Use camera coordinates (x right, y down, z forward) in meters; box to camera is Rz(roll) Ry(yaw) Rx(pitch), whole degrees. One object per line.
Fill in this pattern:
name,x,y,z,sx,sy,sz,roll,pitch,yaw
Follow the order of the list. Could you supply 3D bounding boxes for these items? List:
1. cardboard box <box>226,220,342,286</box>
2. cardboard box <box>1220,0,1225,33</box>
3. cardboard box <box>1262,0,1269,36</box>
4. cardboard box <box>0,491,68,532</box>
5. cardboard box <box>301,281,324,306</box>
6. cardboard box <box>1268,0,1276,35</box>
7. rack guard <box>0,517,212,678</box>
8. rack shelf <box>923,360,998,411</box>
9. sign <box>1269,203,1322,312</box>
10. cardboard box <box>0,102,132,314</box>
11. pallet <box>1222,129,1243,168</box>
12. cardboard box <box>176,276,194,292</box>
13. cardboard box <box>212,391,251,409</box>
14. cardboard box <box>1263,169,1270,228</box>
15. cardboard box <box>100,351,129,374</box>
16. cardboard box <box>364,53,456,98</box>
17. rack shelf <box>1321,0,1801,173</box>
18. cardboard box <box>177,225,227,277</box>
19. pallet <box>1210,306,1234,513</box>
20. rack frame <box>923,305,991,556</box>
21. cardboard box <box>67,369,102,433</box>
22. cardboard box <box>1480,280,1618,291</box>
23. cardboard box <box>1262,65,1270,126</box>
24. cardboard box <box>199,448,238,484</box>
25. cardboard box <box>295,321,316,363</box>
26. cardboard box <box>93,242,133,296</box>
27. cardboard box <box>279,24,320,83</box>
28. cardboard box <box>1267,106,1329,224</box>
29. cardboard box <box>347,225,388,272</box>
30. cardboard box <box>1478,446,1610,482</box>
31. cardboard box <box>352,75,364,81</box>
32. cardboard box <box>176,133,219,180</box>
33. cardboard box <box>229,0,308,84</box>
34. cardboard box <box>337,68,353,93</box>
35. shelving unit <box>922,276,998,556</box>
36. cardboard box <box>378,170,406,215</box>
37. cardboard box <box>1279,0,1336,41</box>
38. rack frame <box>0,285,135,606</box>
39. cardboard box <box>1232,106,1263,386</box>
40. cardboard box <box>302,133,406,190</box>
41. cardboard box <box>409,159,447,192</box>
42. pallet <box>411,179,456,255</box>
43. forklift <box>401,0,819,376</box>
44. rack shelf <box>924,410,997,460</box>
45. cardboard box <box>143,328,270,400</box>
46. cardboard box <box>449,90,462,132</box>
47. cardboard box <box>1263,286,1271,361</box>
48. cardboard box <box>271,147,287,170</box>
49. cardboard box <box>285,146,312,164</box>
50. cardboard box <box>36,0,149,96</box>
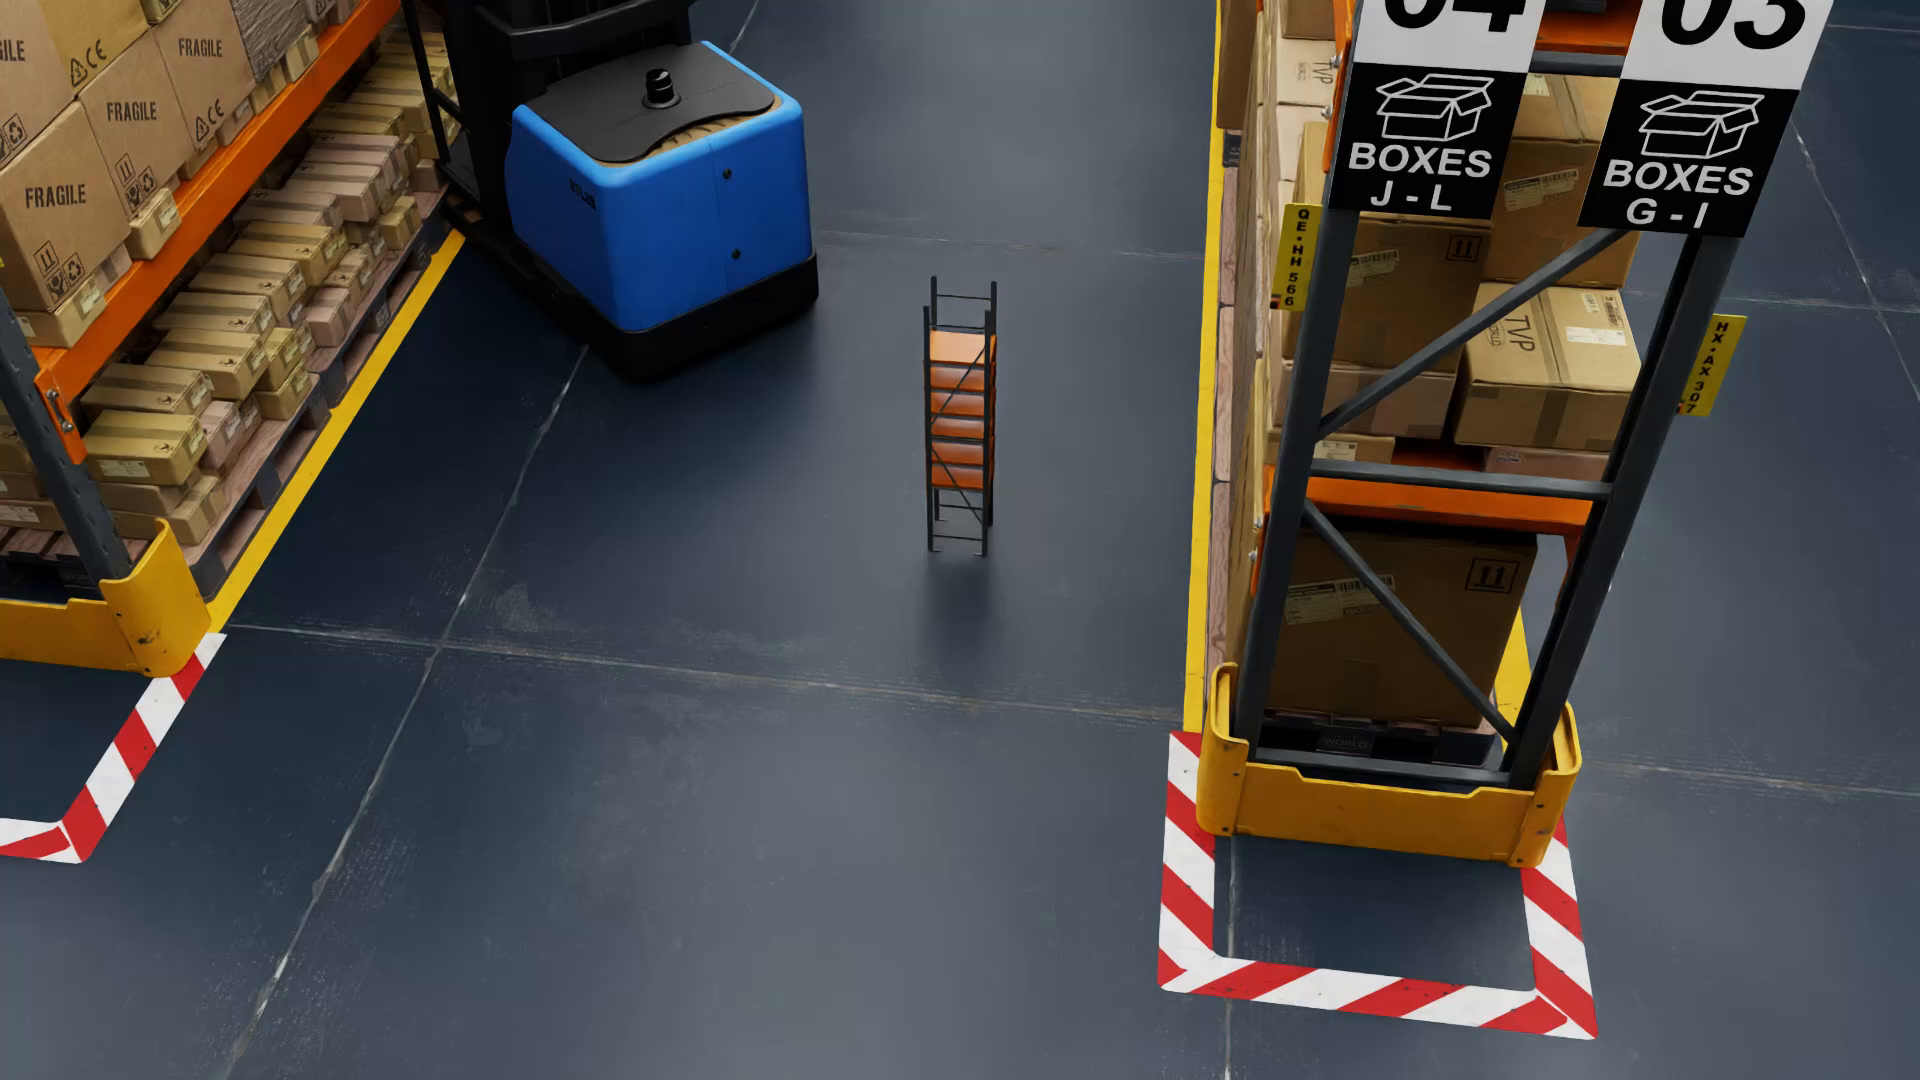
cardboard box,-2.931,-1.245,7.219,0.380,0.149,0.250,6,44,6
cardboard box,2.123,-3.321,9.316,1.225,0.875,0.875,4,44,4
cardboard box,1.503,-2.272,7.151,0.380,0.149,0.250,7,44,7
cardboard box,-3.628,-0.182,6.529,0.380,0.149,0.250,6,44,6
cardboard box,-3.053,-1.146,7.330,0.380,0.149,0.250,7,44,8
cardboard box,1.548,-2.312,6.903,0.500,0.250,0.500,5,44,5
rack guard,-3.481,0.169,6.208,1.175,0.500,0.348,5,44,6
rack shelf,0.002,-0.588,6.213,0.258,0.103,0.180,5,44,6
sign,0.876,-0.733,4.328,0.100,0.325,0.005,5,44,6
cardboard box,-3.158,-1.112,5.454,0.500,0.500,0.500,7,44,7
pallet,1.968,-2.414,9.146,1.003,0.211,1.213,5,44,6
cardboard box,-3.529,-1.179,7.366,0.380,0.149,0.250,7,44,8
cardboard box,-3.131,-0.602,6.756,0.380,0.149,0.250,6,44,6
cardboard box,1.300,-1.222,6.041,0.380,0.149,0.250,5,44,6
cardboard box,-3.637,-0.652,6.809,0.380,0.149,0.250,4,44,4
cardboard box,-2.746,-2.303,8.336,0.380,0.149,0.250,6,44,6
rack shelf,1.676,-2.358,5.401,1.077,0.370,4.000,5,44,6
cardboard box,-3.452,-1.287,7.263,0.380,0.149,0.250,4,44,4
pallet,1.604,-0.536,7.163,1.003,0.211,1.213,5,44,6
rack frame,-0.010,-0.383,6.282,0.240,1.200,0.006,5,44,6
cardboard box,-3.582,-0.570,6.506,0.380,0.149,0.250,6,44,6
cardboard box,1.805,-0.878,5.389,0.500,0.250,0.500,5,44,5
cardboard box,1.401,-1.747,6.597,0.380,0.149,0.250,6,44,6
cardboard box,-3.151,-0.318,6.672,0.380,0.149,0.250,5,44,5
cardboard box,-3.043,-0.835,7.218,0.380,0.149,0.250,5,44,6
cardboard box,-3.131,-0.964,5.769,0.380,0.149,0.250,7,44,7
cardboard box,-2.903,-2.034,6.899,0.380,0.149,0.250,6,44,6
cardboard box,1.348,-1.268,5.800,0.500,0.250,0.500,4,44,4
cardboard box,-2.914,-1.355,7.768,0.380,0.149,0.250,6,44,6
cardboard box,1.786,-0.288,5.055,0.380,0.149,0.250,6,44,6
cardboard box,-3.327,-2.420,8.676,0.380,0.149,0.250,7,44,7
cardboard box,-3.084,-1.514,6.350,0.380,0.149,0.250,5,44,5
cardboard box,-2.974,-2.160,6.560,0.500,0.500,0.500,4,44,4
cardboard box,-3.308,-2.348,8.384,0.380,0.149,0.250,7,44,8
shelving unit,0.002,-0.446,6.348,0.258,1.200,0.189,5,44,6
cardboard box,-2.875,-1.688,7.902,0.380,0.149,0.250,6,44,7
cardboard box,1.487,-2.226,6.267,0.500,0.500,0.500,4,44,4
rack frame,-3.491,-0.687,5.294,1.000,3.000,0.127,5,44,6
cardboard box,1.655,-1.219,7.095,0.875,0.875,0.875,5,44,6
cardboard box,-2.828,-1.770,7.773,0.380,0.149,0.250,3,44,3
cardboard box,-2.765,-1.877,8.318,0.380,0.149,0.250,4,44,4
pallet,-3.016,-1.940,8.645,1.003,0.211,1.213,5,44,6
forklift,-1.986,-2.746,7.518,1.130,2.935,3.031,-29,51,-27
rack shelf,0.002,-0.413,6.378,0.258,0.103,0.180,5,44,6
cardboard box,-3.008,-0.705,6.649,0.380,0.149,0.250,5,44,5
cardboard box,-2.712,-2.209,8.453,0.380,0.149,0.250,3,44,4
cardboard box,1.200,-0.698,5.488,0.380,0.149,0.250,5,44,6
cardboard box,-3.419,-1.826,7.832,0.380,0.149,0.250,6,44,6
cardboard box,-3.307,-1.887,8.113,0.380,0.149,0.250,3,44,3
cardboard box,-3.108,-1.821,5.475,0.500,0.500,0.500,6,44,7
